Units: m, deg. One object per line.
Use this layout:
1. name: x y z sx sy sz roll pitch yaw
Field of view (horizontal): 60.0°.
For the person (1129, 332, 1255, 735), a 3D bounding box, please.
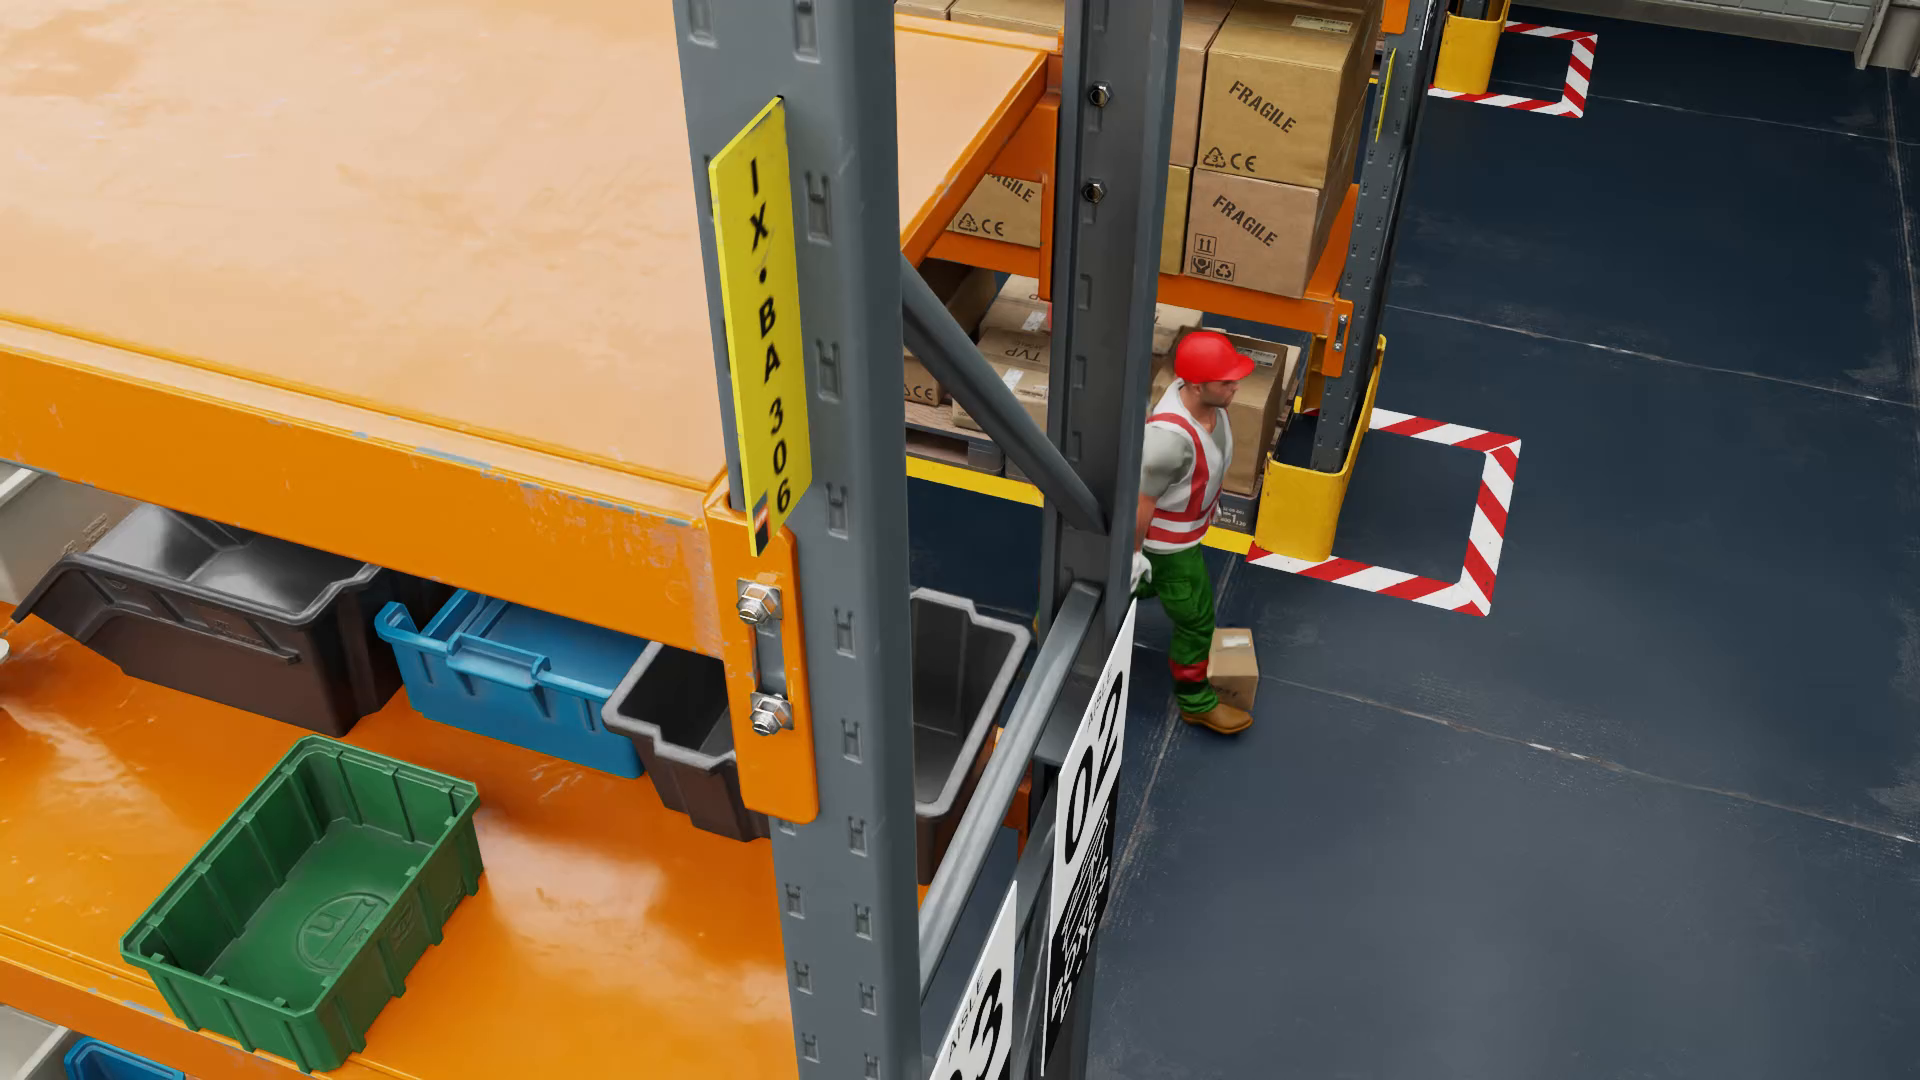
1. person: 0.777 -0.072 6.330 0.947 1.767 0.574 15 43 16
